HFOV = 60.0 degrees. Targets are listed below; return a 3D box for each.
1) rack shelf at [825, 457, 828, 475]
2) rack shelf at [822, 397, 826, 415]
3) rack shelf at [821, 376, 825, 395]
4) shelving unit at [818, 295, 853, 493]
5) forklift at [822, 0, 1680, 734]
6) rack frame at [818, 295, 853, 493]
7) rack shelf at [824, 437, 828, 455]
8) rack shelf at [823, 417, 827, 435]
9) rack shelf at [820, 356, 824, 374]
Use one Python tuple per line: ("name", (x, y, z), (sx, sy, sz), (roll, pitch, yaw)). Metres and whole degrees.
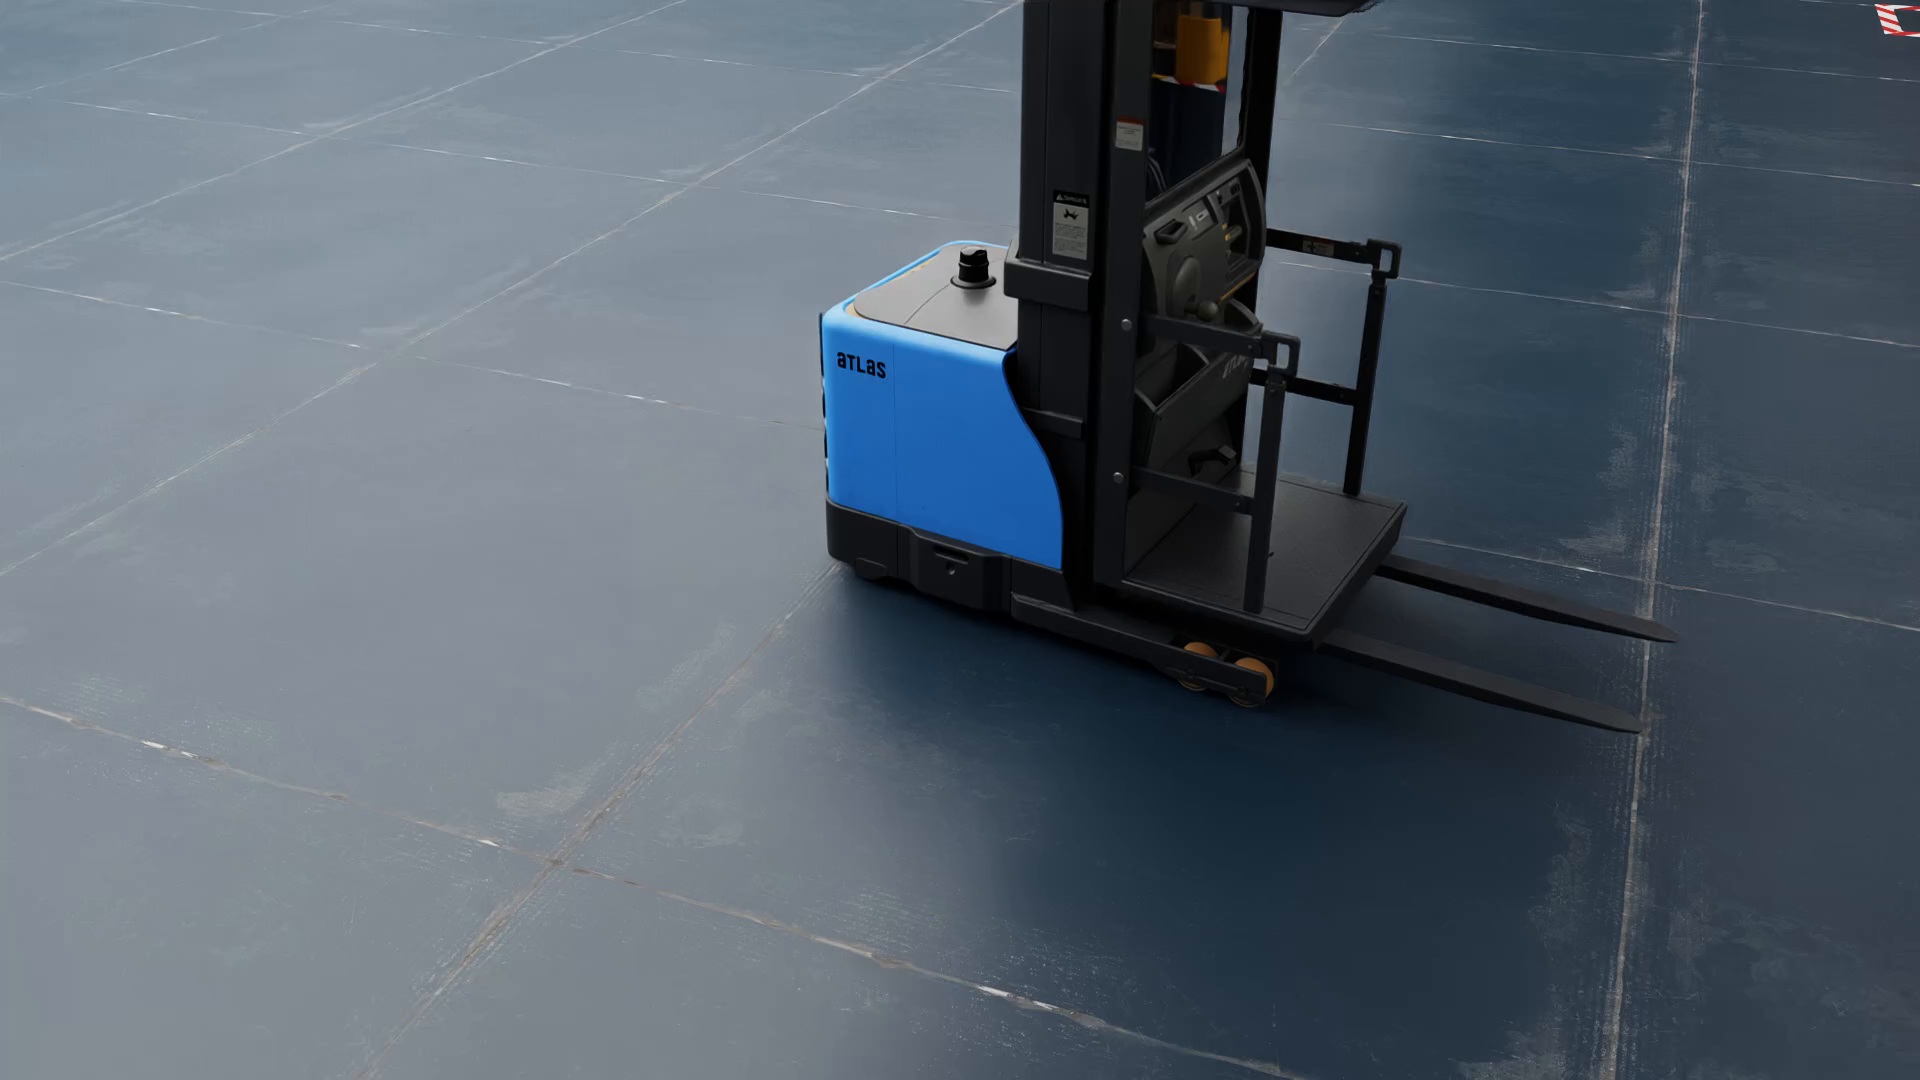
("rack shelf", (-0.401, -0.327, 6.848), (0.200, 0.077, 0.258), (16, 33, 26))
("rack shelf", (-0.401, -0.562, 6.715), (0.200, 0.077, 0.258), (16, 33, 26))
("rack shelf", (-0.401, -0.641, 6.671), (0.200, 0.077, 0.258), (16, 33, 26))
("shelving unit", (-0.401, -0.513, 6.743), (0.210, 0.900, 0.258), (16, 33, 26))
("forklift", (1.010, -0.999, 5.539), (3.031, 2.935, 1.130), (16, 33, 26))
("rack frame", (-0.488, -0.539, 6.788), (0.006, 0.900, 0.240), (16, 33, 26))
("rack shelf", (-0.401, -0.406, 6.804), (0.200, 0.077, 0.258), (16, 33, 26))
("rack shelf", (-0.401, -0.484, 6.759), (0.200, 0.077, 0.258), (16, 33, 26))
("rack shelf", (-0.401, -0.719, 6.627), (0.200, 0.077, 0.258), (16, 33, 26))
